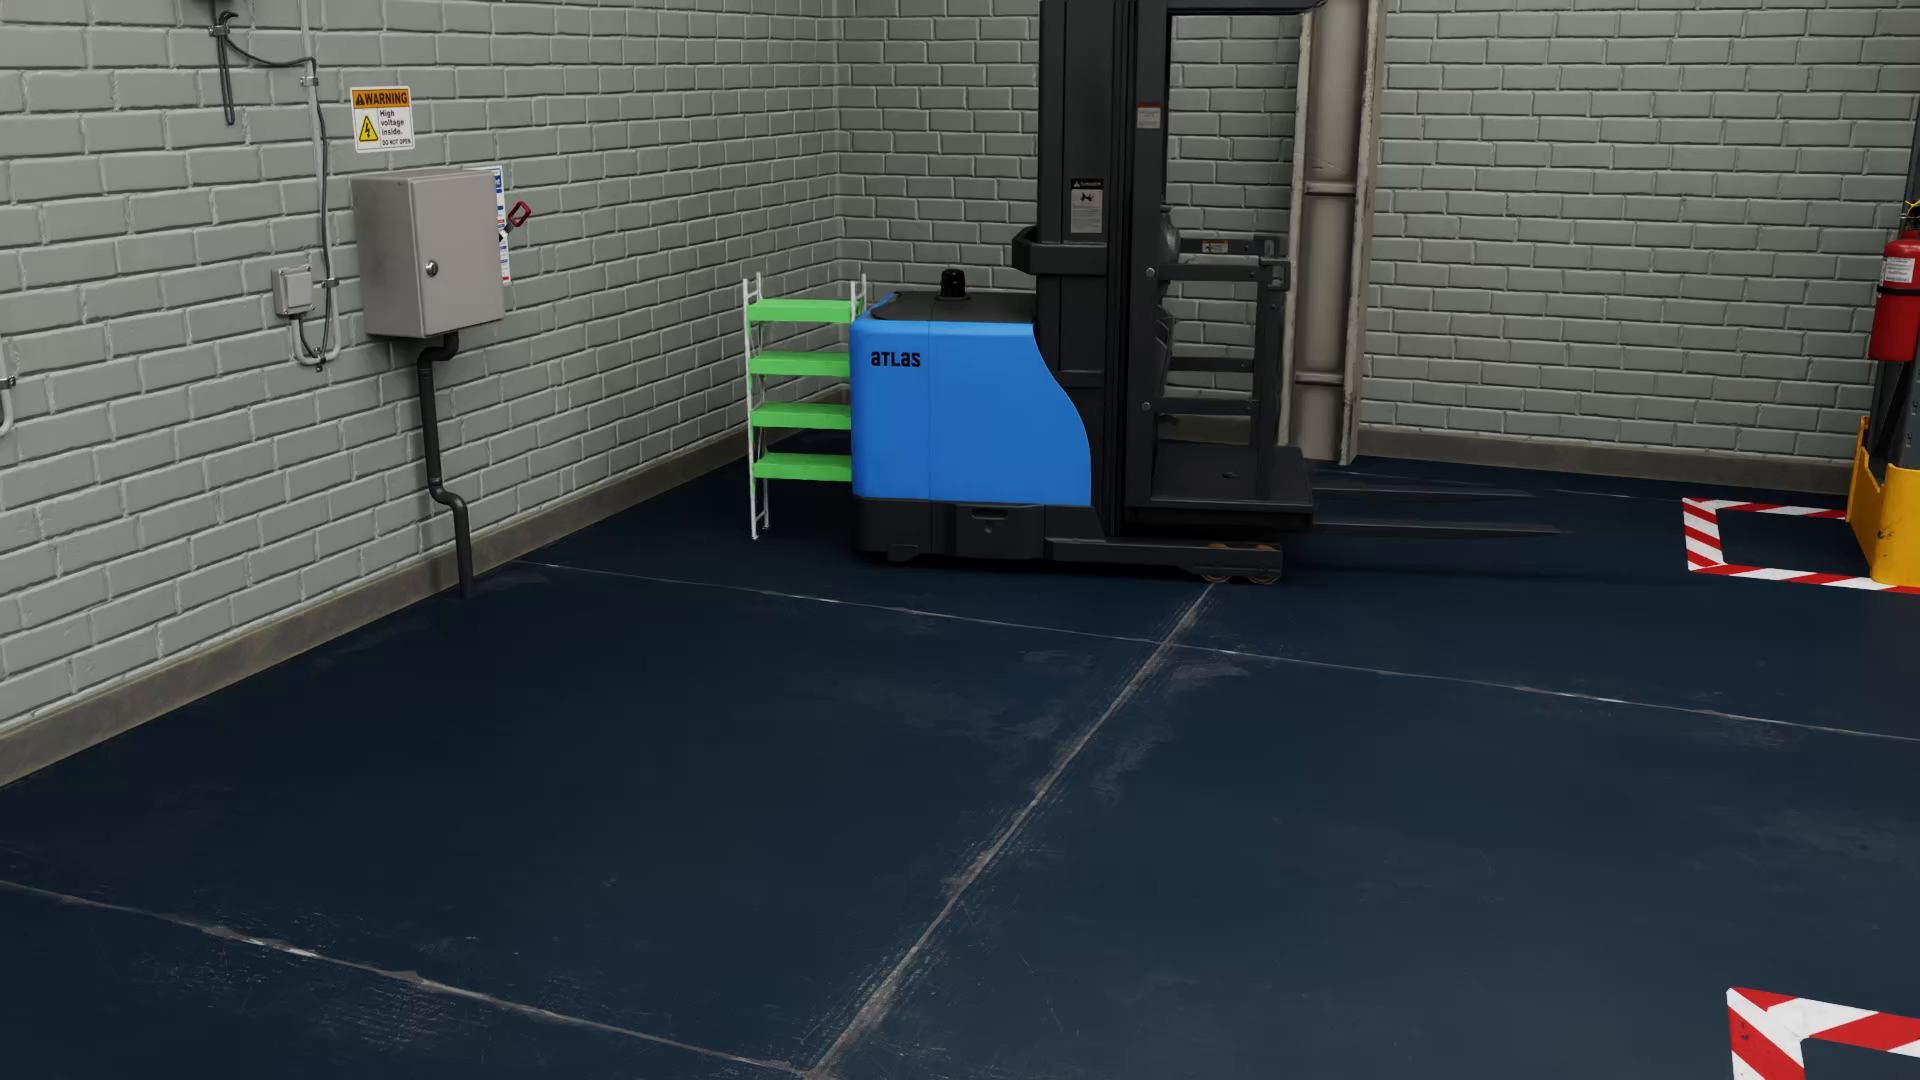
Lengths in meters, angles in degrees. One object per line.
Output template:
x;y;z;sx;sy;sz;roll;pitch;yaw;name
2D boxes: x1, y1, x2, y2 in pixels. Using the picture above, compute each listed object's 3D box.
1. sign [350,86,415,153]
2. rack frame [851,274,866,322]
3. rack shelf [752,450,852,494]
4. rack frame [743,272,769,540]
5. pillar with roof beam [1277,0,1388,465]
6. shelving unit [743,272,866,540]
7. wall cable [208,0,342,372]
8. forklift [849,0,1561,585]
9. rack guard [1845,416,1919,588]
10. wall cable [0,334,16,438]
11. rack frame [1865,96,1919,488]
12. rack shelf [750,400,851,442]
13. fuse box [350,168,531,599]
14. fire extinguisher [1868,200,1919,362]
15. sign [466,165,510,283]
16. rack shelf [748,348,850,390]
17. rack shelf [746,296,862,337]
-2.209;-1.614;6.370;0.001;0.242;0.339;6;17;21;sign
-0.451;-0.588;7.548;0.015;1.200;0.240;3;16;9;rack frame
-0.692;-0.307;7.669;0.480;0.148;0.258;3;16;9;rack shelf
-0.933;-0.610;7.621;0.015;1.200;0.240;3;16;9;rack frame
0.412;-3.671;4.179;0.400;9.000;9.100;6;17;21;pillar with roof beam
-0.692;-0.599;7.585;0.503;1.200;0.258;3;16;9;shelving unit
-2.393;-1.537;5.766;0.122;1.984;0.588;6;17;21;wall cable
1.074;-1.377;7.158;3.031;2.935;1.130;2;16;8;forklift
4.240;-0.189;7.428;0.348;0.500;1.175;6;17;21;rack guard
-2.903;-1.183;4.491;0.123;1.953;0.585;6;17;21;wall cable
4.169;-1.397;7.106;0.127;3.000;1.000;6;17;21;rack frame
-0.692;-0.538;7.602;0.480;0.148;0.258;3;16;9;rack shelf
-1.996;-0.591;6.641;0.414;1.711;0.539;6;17;21;fuse box
3.862;-1.076;6.808;0.183;0.674;0.296;6;17;21;fire extinguisher
-2.008;-1.314;6.989;0.001;0.494;0.329;6;17;21;sign
-0.692;-0.768;7.535;0.480;0.148;0.258;3;16;9;rack shelf
-0.692;-0.999;7.469;0.480;0.148;0.258;3;16;9;rack shelf
